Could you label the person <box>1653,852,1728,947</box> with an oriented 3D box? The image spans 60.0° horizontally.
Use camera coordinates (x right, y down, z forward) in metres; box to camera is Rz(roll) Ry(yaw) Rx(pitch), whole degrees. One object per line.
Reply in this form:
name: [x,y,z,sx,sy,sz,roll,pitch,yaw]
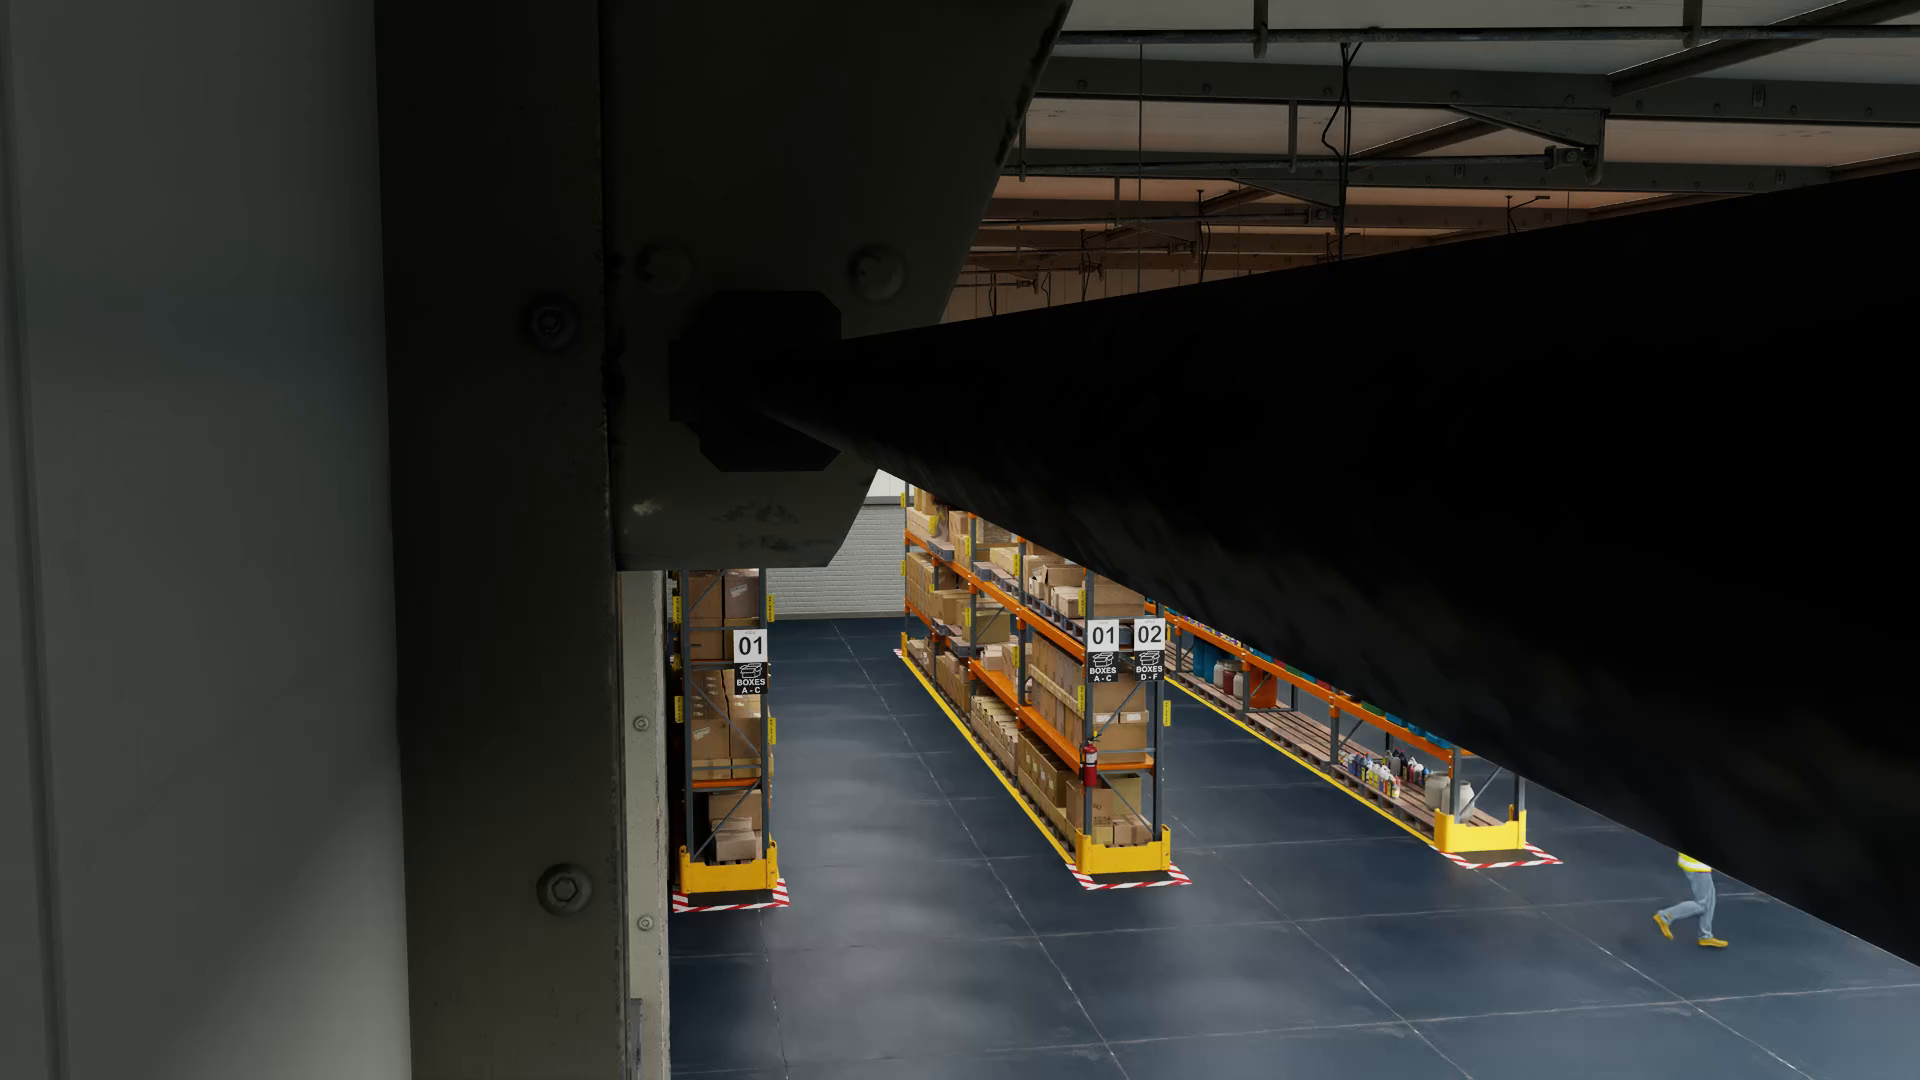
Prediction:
person: [7.997,3.577,18.153,0.812,1.741,0.711,1,6,7]
